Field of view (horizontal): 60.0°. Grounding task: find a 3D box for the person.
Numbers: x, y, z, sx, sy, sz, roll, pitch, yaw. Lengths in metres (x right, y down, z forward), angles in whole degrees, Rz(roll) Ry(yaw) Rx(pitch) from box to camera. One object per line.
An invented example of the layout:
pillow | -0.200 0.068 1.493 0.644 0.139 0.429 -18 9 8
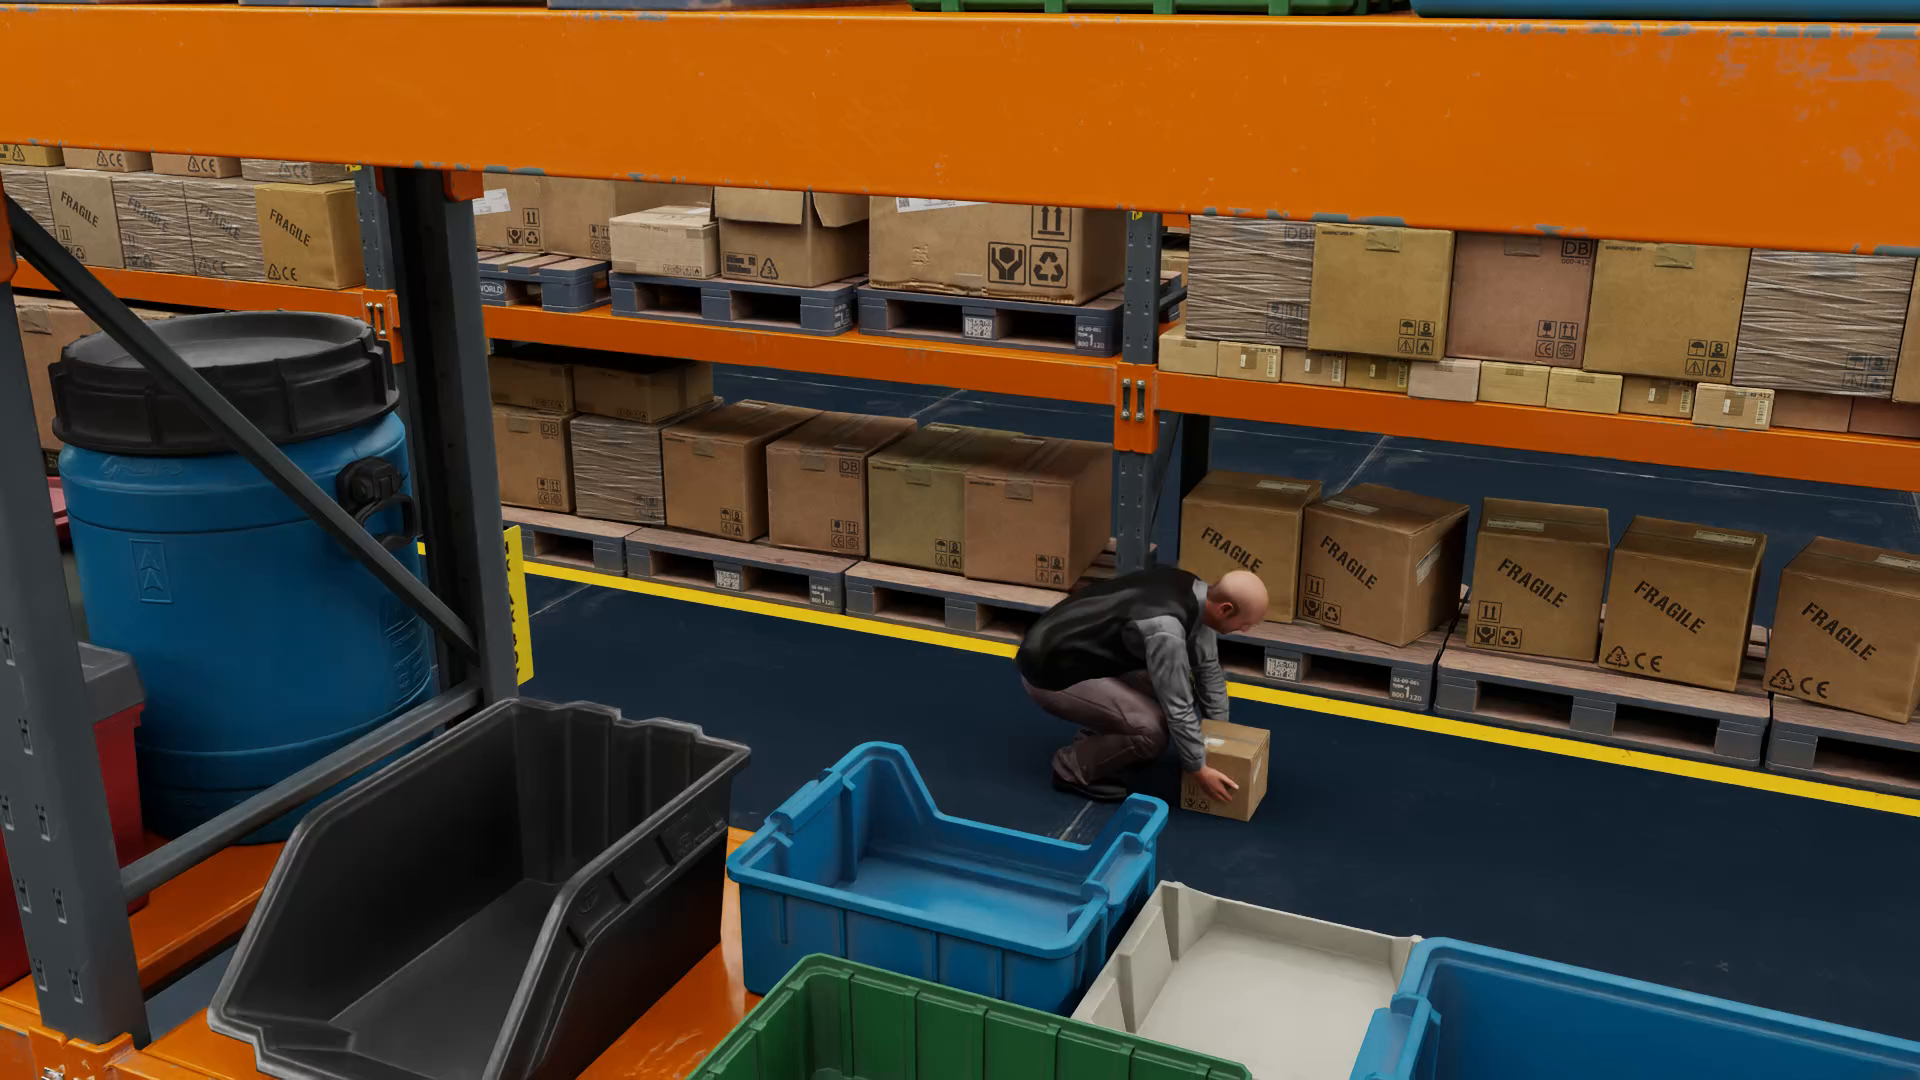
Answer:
person | 0.651 0.488 6.012 0.871 0.864 0.535 8 21 23
